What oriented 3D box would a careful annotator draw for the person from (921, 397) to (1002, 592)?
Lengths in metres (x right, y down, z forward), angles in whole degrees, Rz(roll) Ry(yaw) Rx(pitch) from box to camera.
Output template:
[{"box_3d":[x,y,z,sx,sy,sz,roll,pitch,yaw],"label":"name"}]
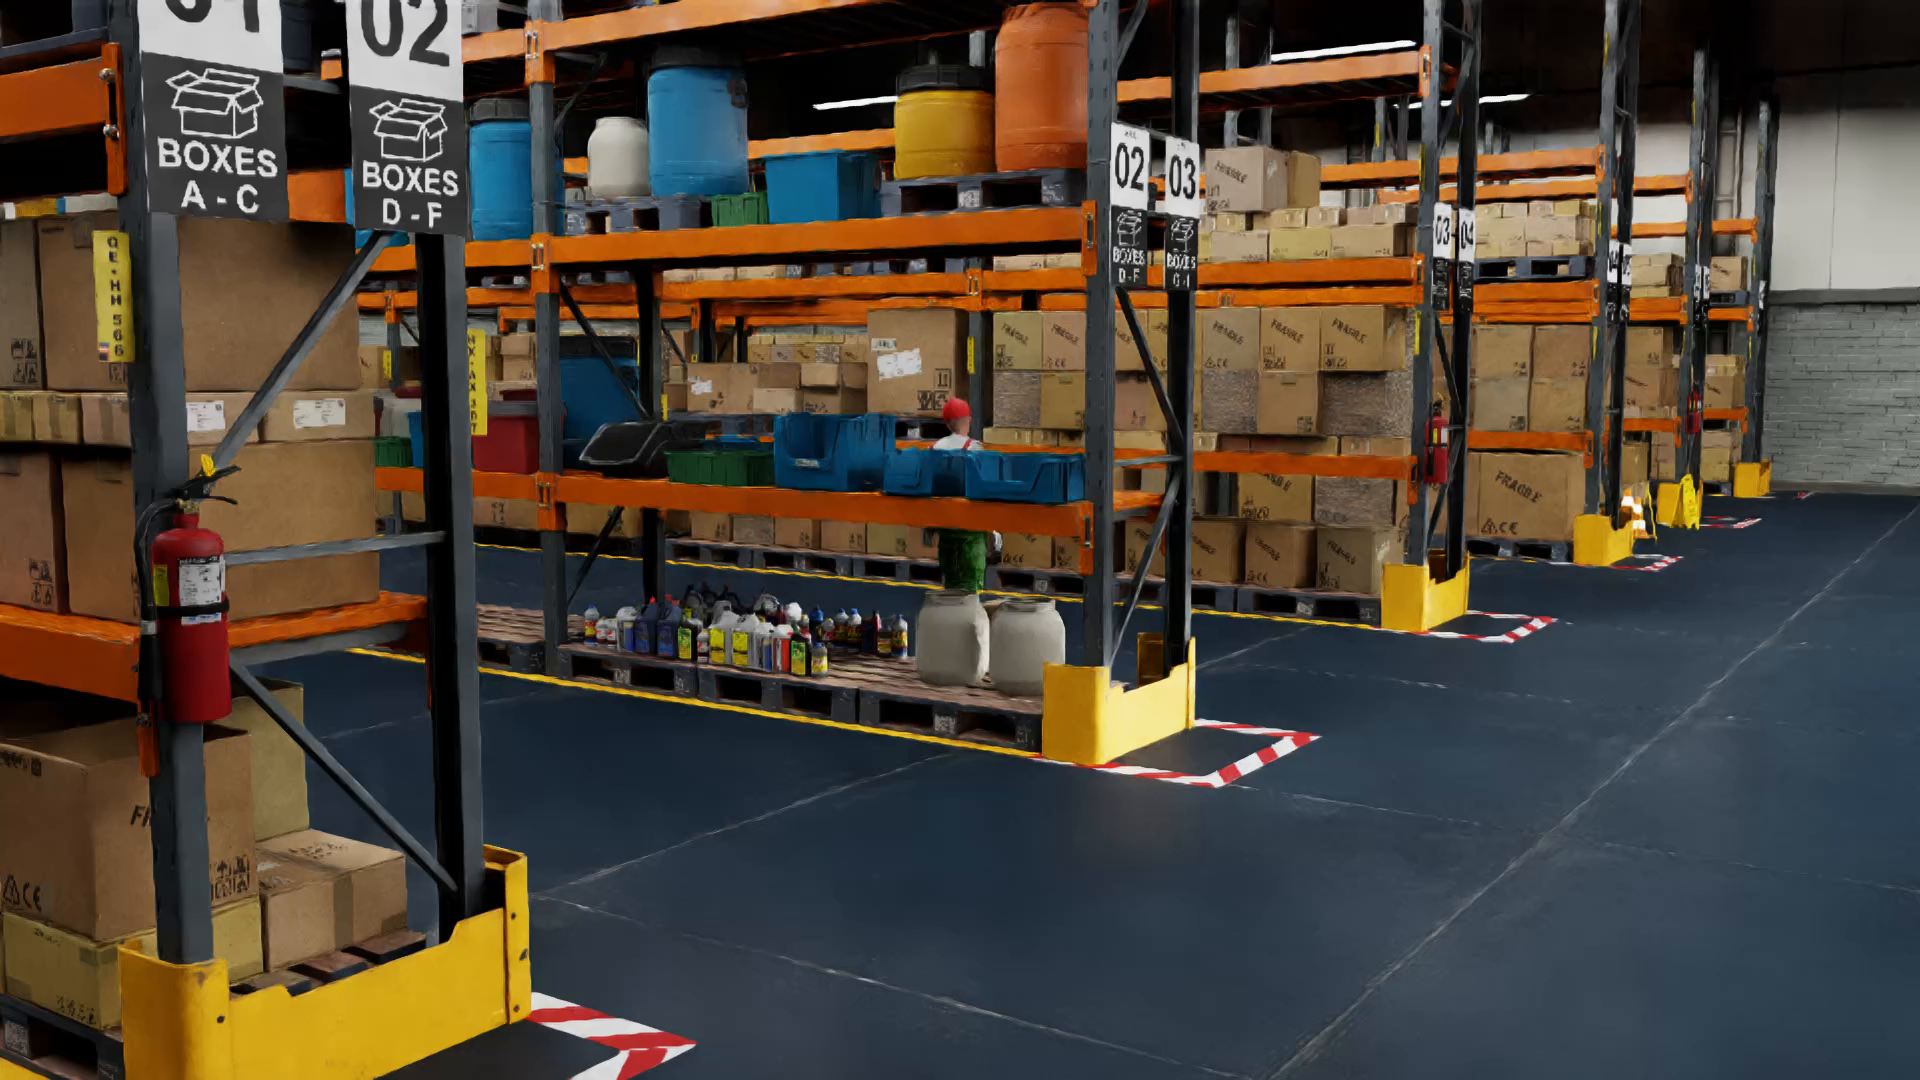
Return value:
[{"box_3d":[-0.023,-0.078,11.366,0.601,1.791,0.729,-6,9,-44],"label":"person"}]
